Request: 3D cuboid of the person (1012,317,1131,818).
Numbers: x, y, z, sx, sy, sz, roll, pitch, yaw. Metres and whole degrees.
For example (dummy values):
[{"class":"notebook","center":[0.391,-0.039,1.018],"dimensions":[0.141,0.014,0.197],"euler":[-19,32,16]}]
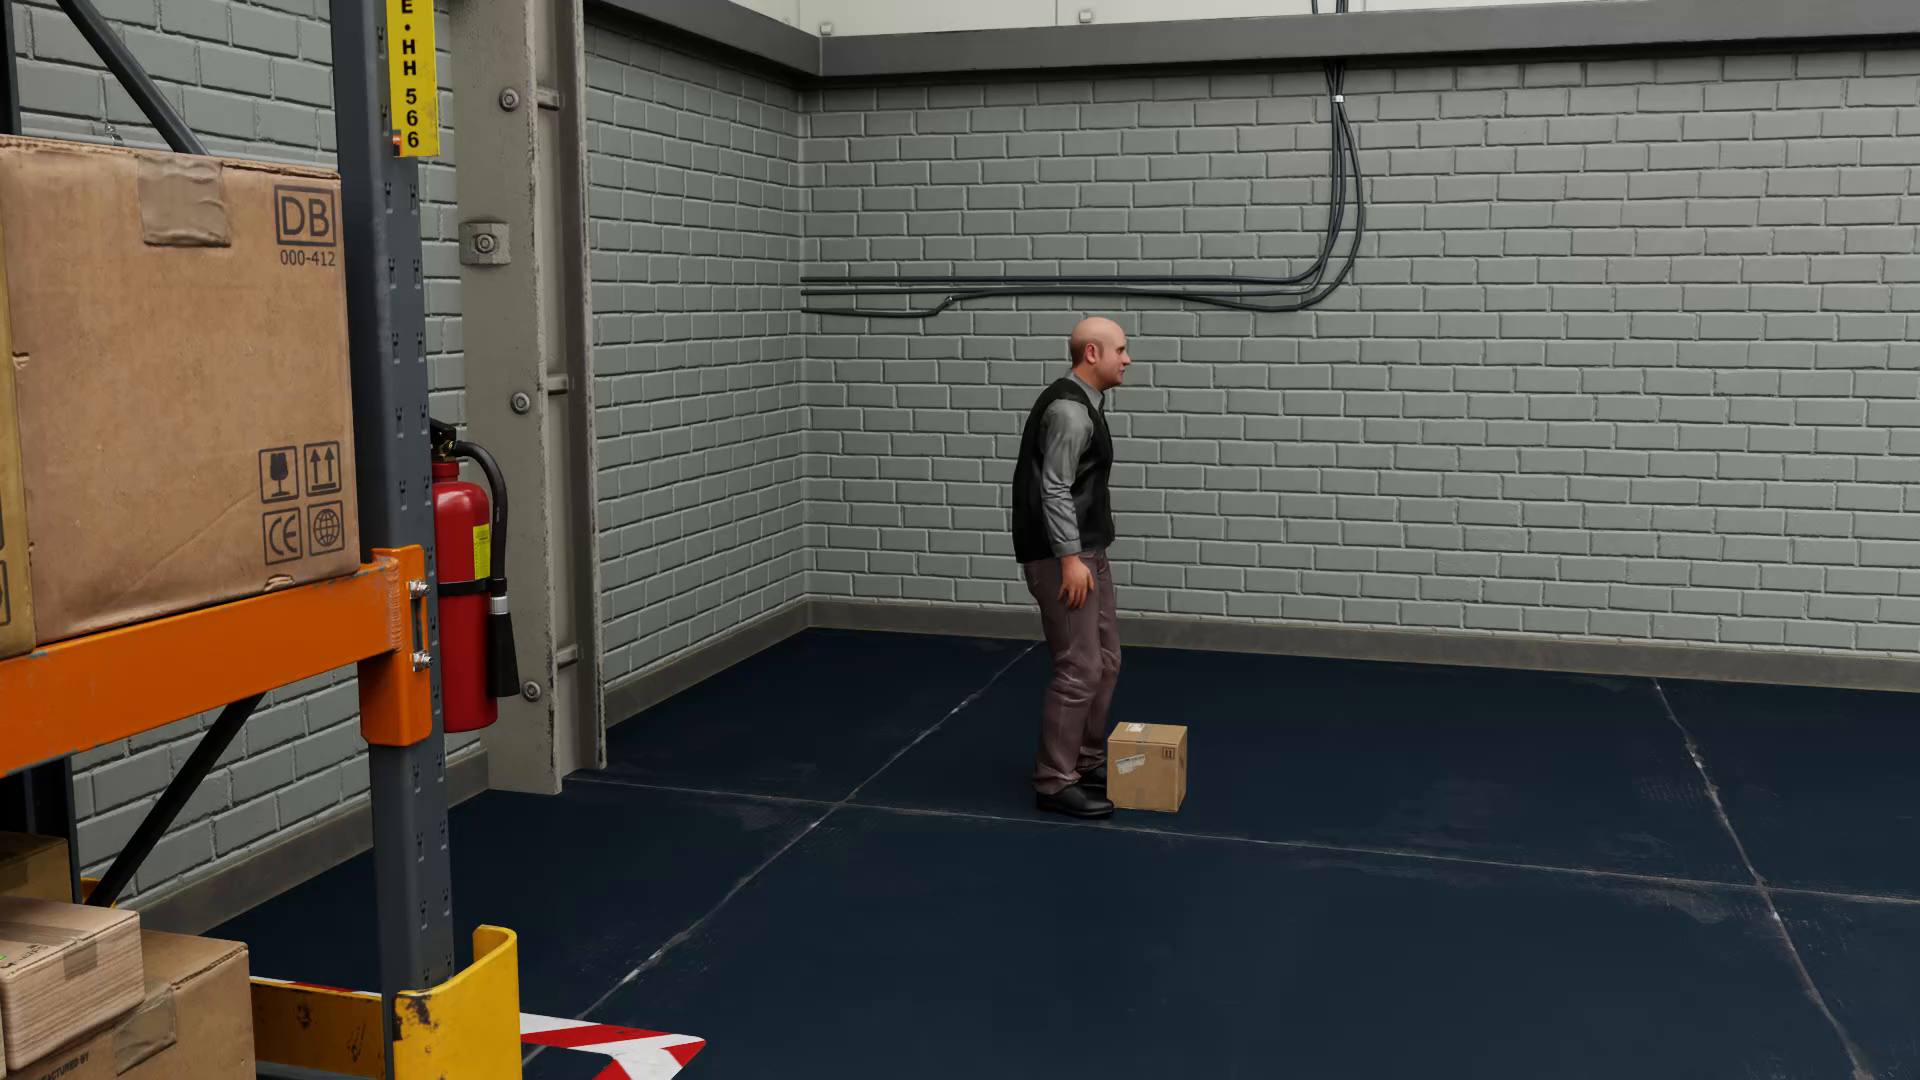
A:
[{"class":"person","center":[0.422,0.073,5.914],"dimensions":[0.475,1.719,0.584],"euler":[2,8,13]}]
